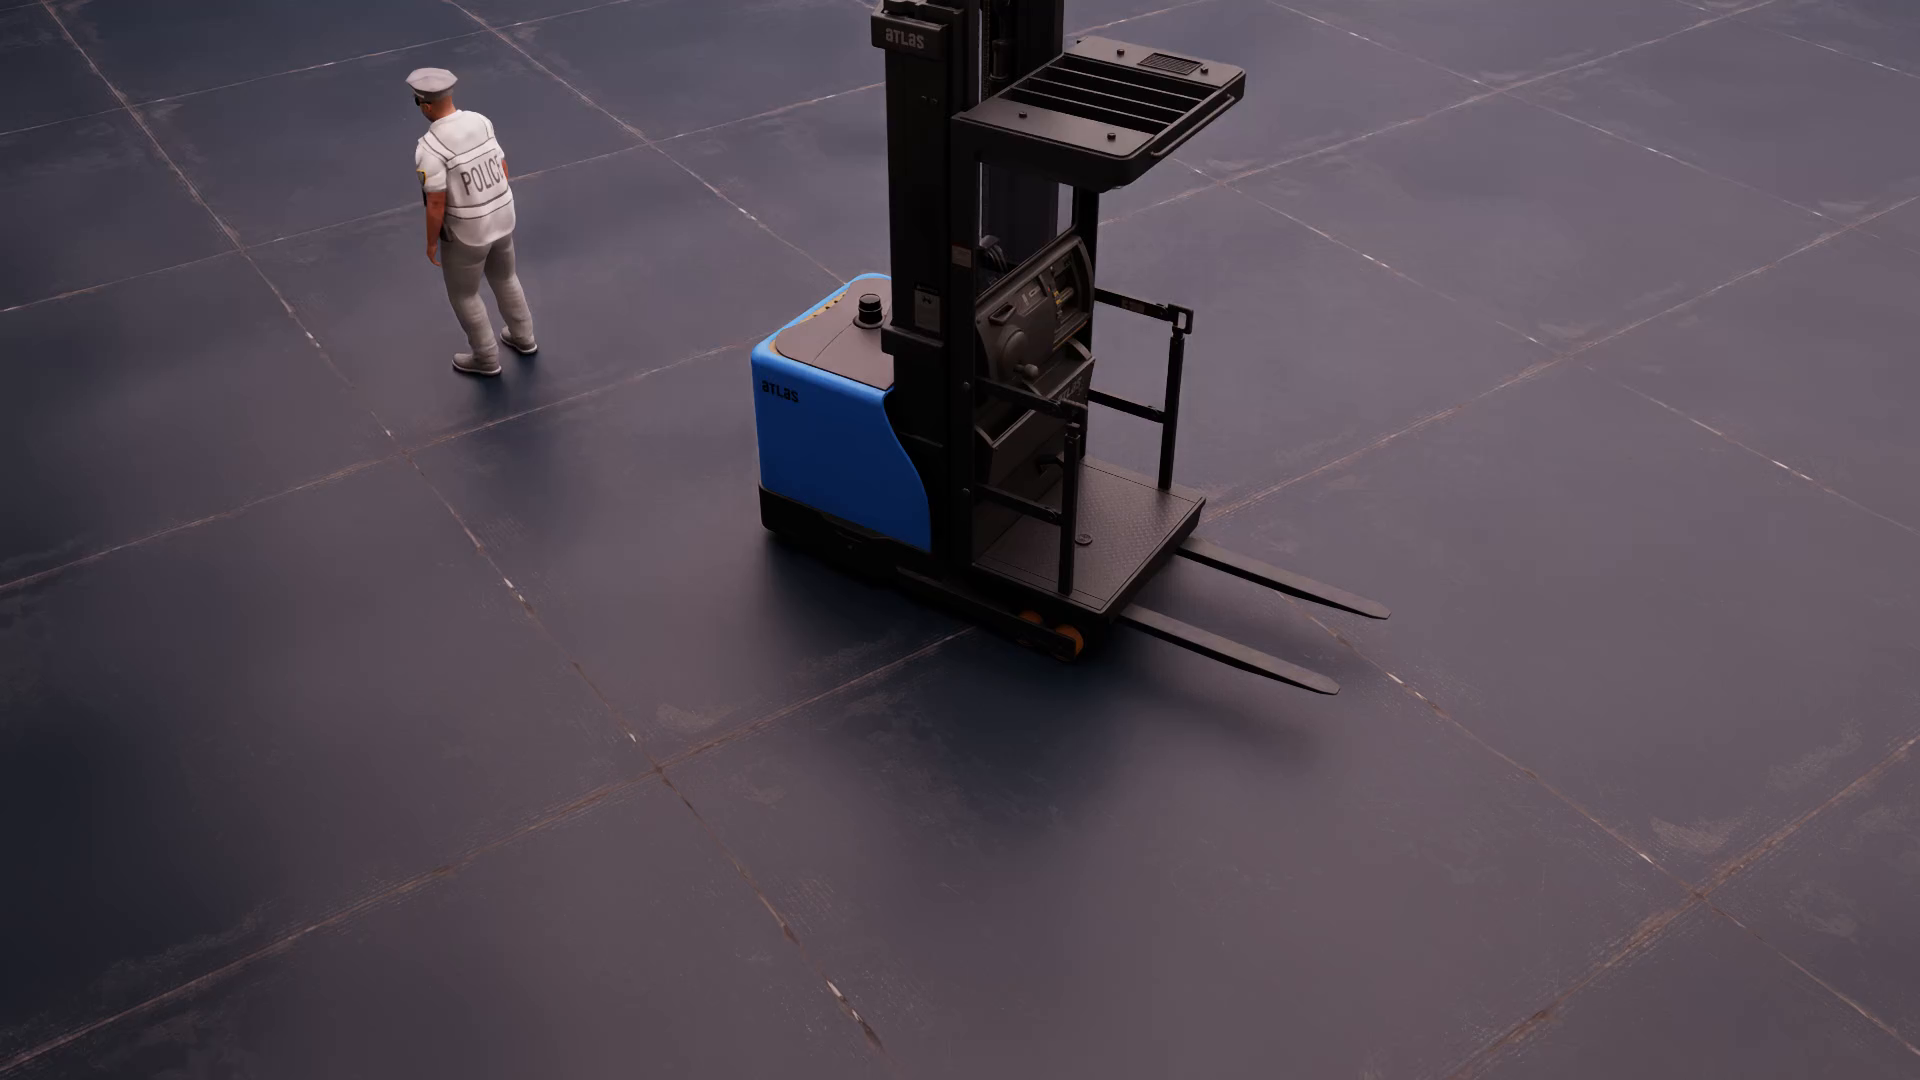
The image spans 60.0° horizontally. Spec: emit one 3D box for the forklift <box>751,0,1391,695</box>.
[{"bbox_3d":[0.514,-0.985,7.276,3.031,2.935,1.130,21,41,26],"label":"forklift"}]

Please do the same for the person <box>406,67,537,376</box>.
[{"bbox_3d":[-2.725,-1.757,9.313,0.432,1.750,0.603,21,41,26],"label":"person"}]
